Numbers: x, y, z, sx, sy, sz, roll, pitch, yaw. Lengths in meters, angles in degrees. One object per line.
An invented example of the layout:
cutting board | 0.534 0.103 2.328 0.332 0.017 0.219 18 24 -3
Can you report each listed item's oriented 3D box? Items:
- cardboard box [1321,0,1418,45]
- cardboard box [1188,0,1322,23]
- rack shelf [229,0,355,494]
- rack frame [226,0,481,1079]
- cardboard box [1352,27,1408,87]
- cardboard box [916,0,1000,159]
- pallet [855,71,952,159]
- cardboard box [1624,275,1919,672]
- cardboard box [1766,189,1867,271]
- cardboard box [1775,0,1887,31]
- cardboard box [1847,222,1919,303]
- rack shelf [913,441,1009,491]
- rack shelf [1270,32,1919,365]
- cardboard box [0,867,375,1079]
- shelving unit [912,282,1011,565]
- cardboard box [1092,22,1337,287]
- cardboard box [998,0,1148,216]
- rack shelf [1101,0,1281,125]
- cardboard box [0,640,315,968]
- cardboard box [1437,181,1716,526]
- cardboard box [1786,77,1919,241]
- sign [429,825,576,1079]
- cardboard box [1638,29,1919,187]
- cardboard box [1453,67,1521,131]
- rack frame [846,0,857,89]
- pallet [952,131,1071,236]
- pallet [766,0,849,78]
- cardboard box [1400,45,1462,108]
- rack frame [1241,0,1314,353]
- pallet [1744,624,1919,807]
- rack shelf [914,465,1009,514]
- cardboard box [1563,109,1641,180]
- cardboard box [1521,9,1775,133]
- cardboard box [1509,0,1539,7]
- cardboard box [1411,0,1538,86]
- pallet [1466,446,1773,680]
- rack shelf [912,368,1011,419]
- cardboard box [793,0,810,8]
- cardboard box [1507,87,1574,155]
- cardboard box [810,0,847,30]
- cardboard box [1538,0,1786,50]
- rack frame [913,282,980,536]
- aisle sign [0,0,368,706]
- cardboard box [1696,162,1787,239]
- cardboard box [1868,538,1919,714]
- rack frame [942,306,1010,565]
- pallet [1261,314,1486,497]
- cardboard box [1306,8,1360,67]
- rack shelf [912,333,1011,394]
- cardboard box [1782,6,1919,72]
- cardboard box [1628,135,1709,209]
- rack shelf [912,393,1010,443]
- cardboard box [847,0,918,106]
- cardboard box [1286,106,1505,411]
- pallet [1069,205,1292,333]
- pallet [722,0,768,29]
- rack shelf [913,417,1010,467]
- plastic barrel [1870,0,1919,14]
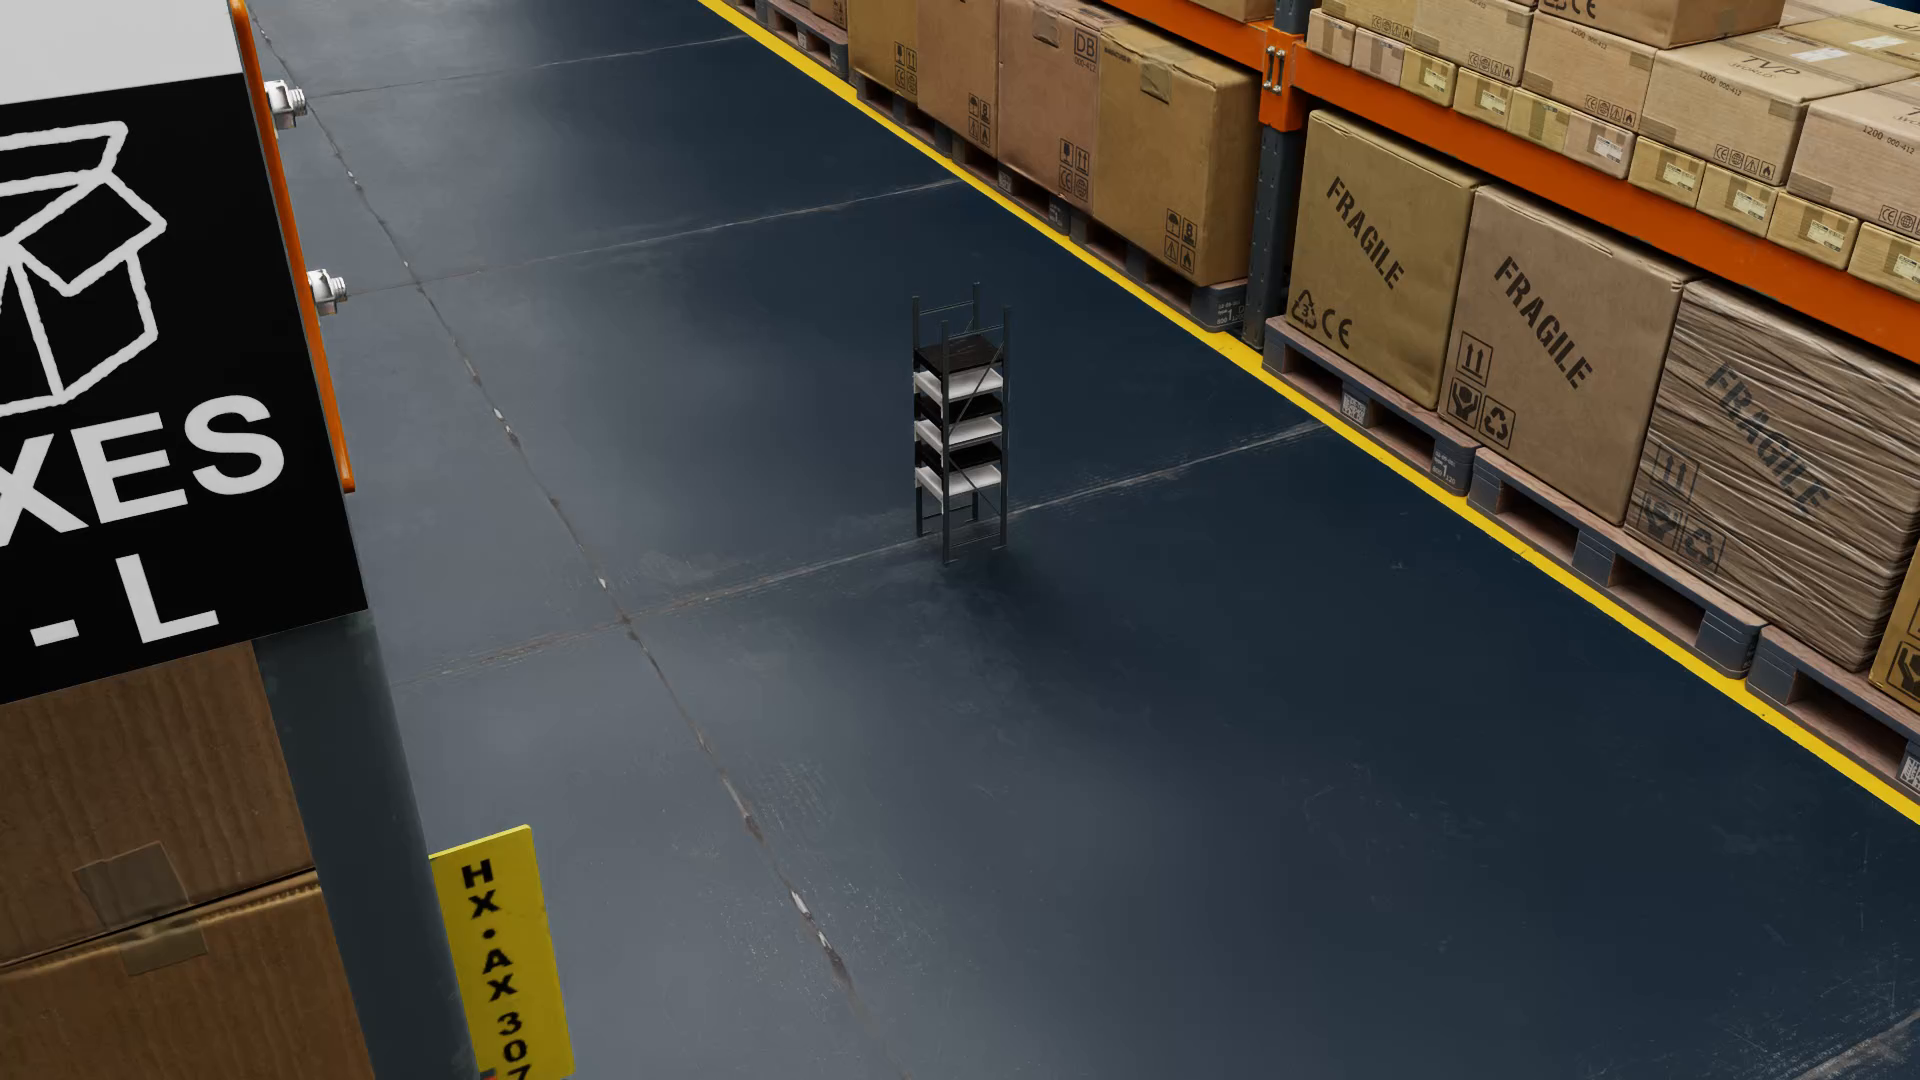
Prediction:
cardboard box | 1.652 -1.977 5.919 0.500 0.250 0.500 -17 36 -24
cardboard box | 1.205 -2.402 6.626 0.500 0.500 0.500 -16 36 -23
rack shelf | -1.838 -1.012 2.435 1.077 0.370 4.000 -16 36 -23
rack frame | -0.902 0.902 1.562 0.949 2.616 0.053 -16 36 -23
cardboard box | 1.631 -1.750 5.933 0.380 0.149 0.250 -17 36 -25
cardboard box | 0.512 -2.635 8.662 1.225 0.875 0.875 -16 36 -23
pallet | 0.101 -2.545 9.527 1.003 0.211 1.213 -16 36 -23
cardboard box | 2.736 -0.298 5.015 0.875 0.875 0.875 -16 36 -23
cardboard box | 2.474 -0.889 4.589 0.380 0.149 0.250 -16 36 -23
cardboard box | 2.584 -1.633 5.382 0.500 0.250 0.500 -15 36 -22
cardboard box | 2.595 -0.765 4.396 0.380 0.149 0.250 -17 36 -24
rack shelf | 0.004 -0.271 5.568 0.258 0.077 0.200 -16 36 -23
rack shelf | 2.597 -0.948 5.116 1.077 0.370 4.000 -16 36 -23
cardboard box | -0.870 0.452 1.896 0.500 0.500 0.500 -14 35 -21
shelving unit | 0.004 -0.375 5.501 0.258 0.900 0.210 -16 36 -23
cardboard box | 1.349 -1.788 7.341 1.225 0.875 0.875 -16 36 -23
cardboard box | 0.931 -2.214 8.006 1.225 0.875 0.875 -17 36 -25
rack shelf | 0.732 -2.857 8.096 1.077 0.370 4.000 -16 36 -23
cardboard box | -0.880 0.033 1.622 0.500 0.500 0.500 -16 36 -23
cardboard box | 2.321 -0.723 5.678 0.875 0.875 0.875 -16 36 -23
cardboard box | 2.596 -1.008 4.406 0.500 0.250 0.500 -17 36 -25
sign | -0.425 0.402 1.540 0.100 0.325 0.005 -16 36 -23
cardboard box | 2.349 -1.256 4.793 0.500 0.250 0.500 -16 36 -23
cardboard box | 1.879 -1.499 5.542 0.380 0.149 0.250 -17 36 -24
rack frame | -0.200 -4.114 9.391 1.000 3.000 0.127 -16 36 -23
pallet | 0.666 -1.964 8.619 1.003 0.211 1.213 -16 36 -23
pallet | -0.563 -3.314 10.726 1.003 0.211 1.213 -16 36 -23
cardboard box | 1.754 -1.624 5.737 0.380 0.149 0.250 -15 35 -22
rack frame | 1.665 -2.205 6.412 1.000 3.000 0.127 -16 36 -23
pallet | 3.088 0.516 4.749 1.003 0.211 1.213 -16 36 -23
rack shelf | 0.004 -0.195 5.616 0.258 0.077 0.200 -16 36 -23
cardboard box | 2.113 -1.256 5.163 0.380 0.149 0.250 -15 36 -23
cardboard box | 2.126 -1.493 5.163 0.500 0.250 0.500 -15 36 -22
cardboard box | 1.885 -2.054 5.343 0.500 0.500 0.500 -16 36 -23
cardboard box | 1.880 -1.739 5.547 0.500 0.250 0.500 -16 36 -23
pallet | 2.523 -0.066 5.657 1.003 0.211 1.213 -16 36 -23
rack shelf | 0.004 -0.499 5.422 0.258 0.077 0.200 -16 36 -23
cardboard box | -0.800 -3.823 10.846 0.700 0.500 0.500 -19 37 -27
cardboard box | 1.998 -1.377 5.351 0.380 0.149 0.250 -16 36 -24
cardboard box | -0.530 -3.562 10.438 0.700 0.500 0.500 -18 37 -26
cardboard box | 2.131 -1.806 4.957 0.500 0.500 0.500 -17 36 -25
rack frame | -0.044 -0.424 5.577 0.240 0.900 0.006 -16 36 -23
aisle sign | -0.606 -0.232 0.922 0.394 0.787 0.004 -16 36 -23
cardboard box | 2.360 -1.007 4.775 0.380 0.149 0.250 -15 36 -22
cardboard box | 3.161 0.136 4.338 0.875 0.875 0.875 -16 36 -23
rack frame | 0.051 -0.327 5.425 0.240 0.900 0.006 -16 36 -23
pallet | 1.950 -0.649 6.567 1.003 0.211 1.213 -16 36 -23
cardboard box | 1.509 -1.875 6.129 0.380 0.149 0.250 -16 36 -23
rack shelf | 0.004 -0.574 5.374 0.258 0.077 0.200 -16 36 -23
cardboard box | 2.818 -1.390 5.003 0.500 0.250 0.500 -17 36 -24
cardboard box | 2.237 -1.131 4.968 0.380 0.149 0.250 -17 36 -24
rack shelf | 0.004 -0.423 5.471 0.258 0.077 0.200 -16 36 -23
cardboard box | 0.103 -3.062 9.329 1.225 0.875 0.875 -18 37 -25
cardboard box | 1.902 -1.153 6.349 0.875 0.875 0.875 -16 36 -23
pallet | 1.238 -1.381 7.709 1.003 0.211 1.213 -16 36 -23
pallet | -1.128 -3.895 11.634 1.003 0.211 1.213 -16 36 -23
rack shelf | 0.004 -0.347 5.519 0.258 0.077 0.200 -16 36 -23
plastic barrel | 5.478 -3.346 9.749 0.600 0.901 0.708 -16 36 -23
